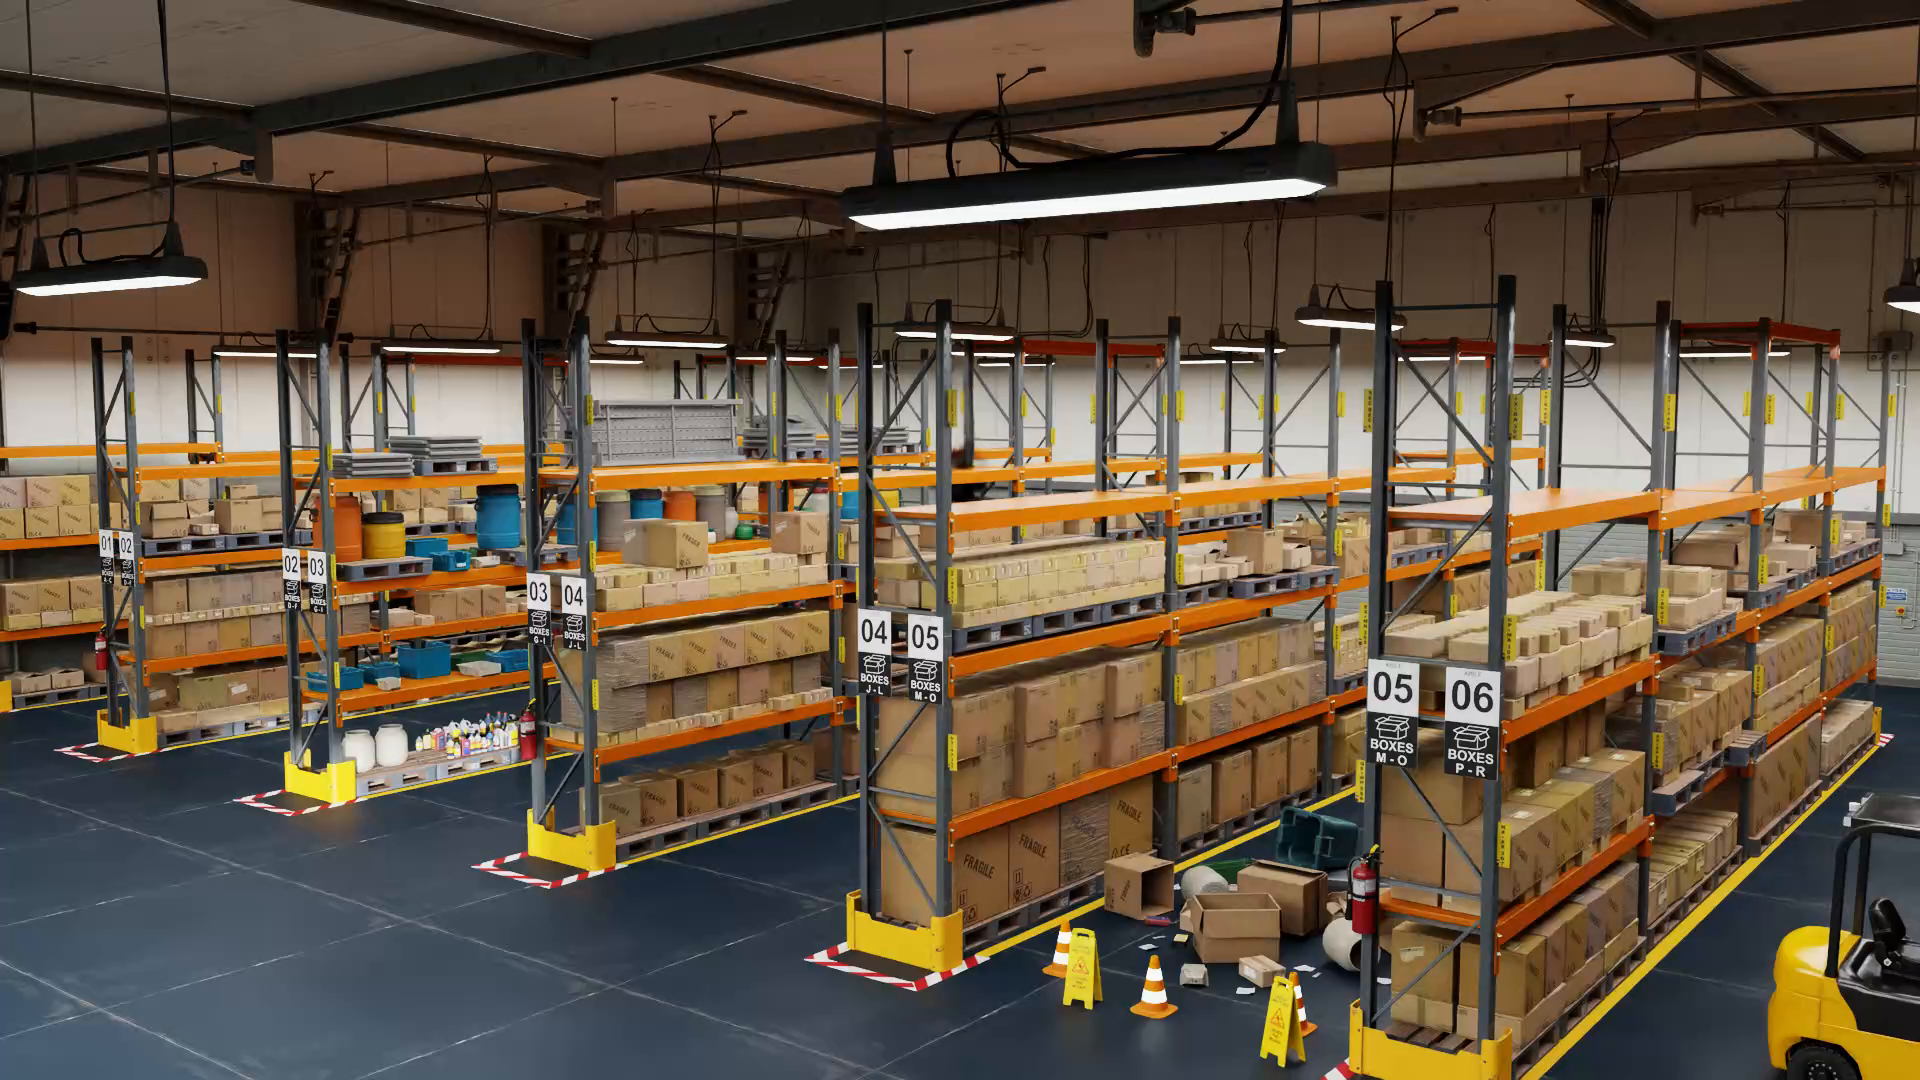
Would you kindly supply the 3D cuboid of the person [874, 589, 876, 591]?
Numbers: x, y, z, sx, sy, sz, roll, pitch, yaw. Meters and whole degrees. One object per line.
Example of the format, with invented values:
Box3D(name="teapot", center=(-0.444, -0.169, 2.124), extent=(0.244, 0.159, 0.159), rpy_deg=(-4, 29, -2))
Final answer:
Box3D(name="person", center=(-1.697, 1.234, 35.015), extent=(0.661, 1.792, 0.684), rpy_deg=(3, 6, 34))
